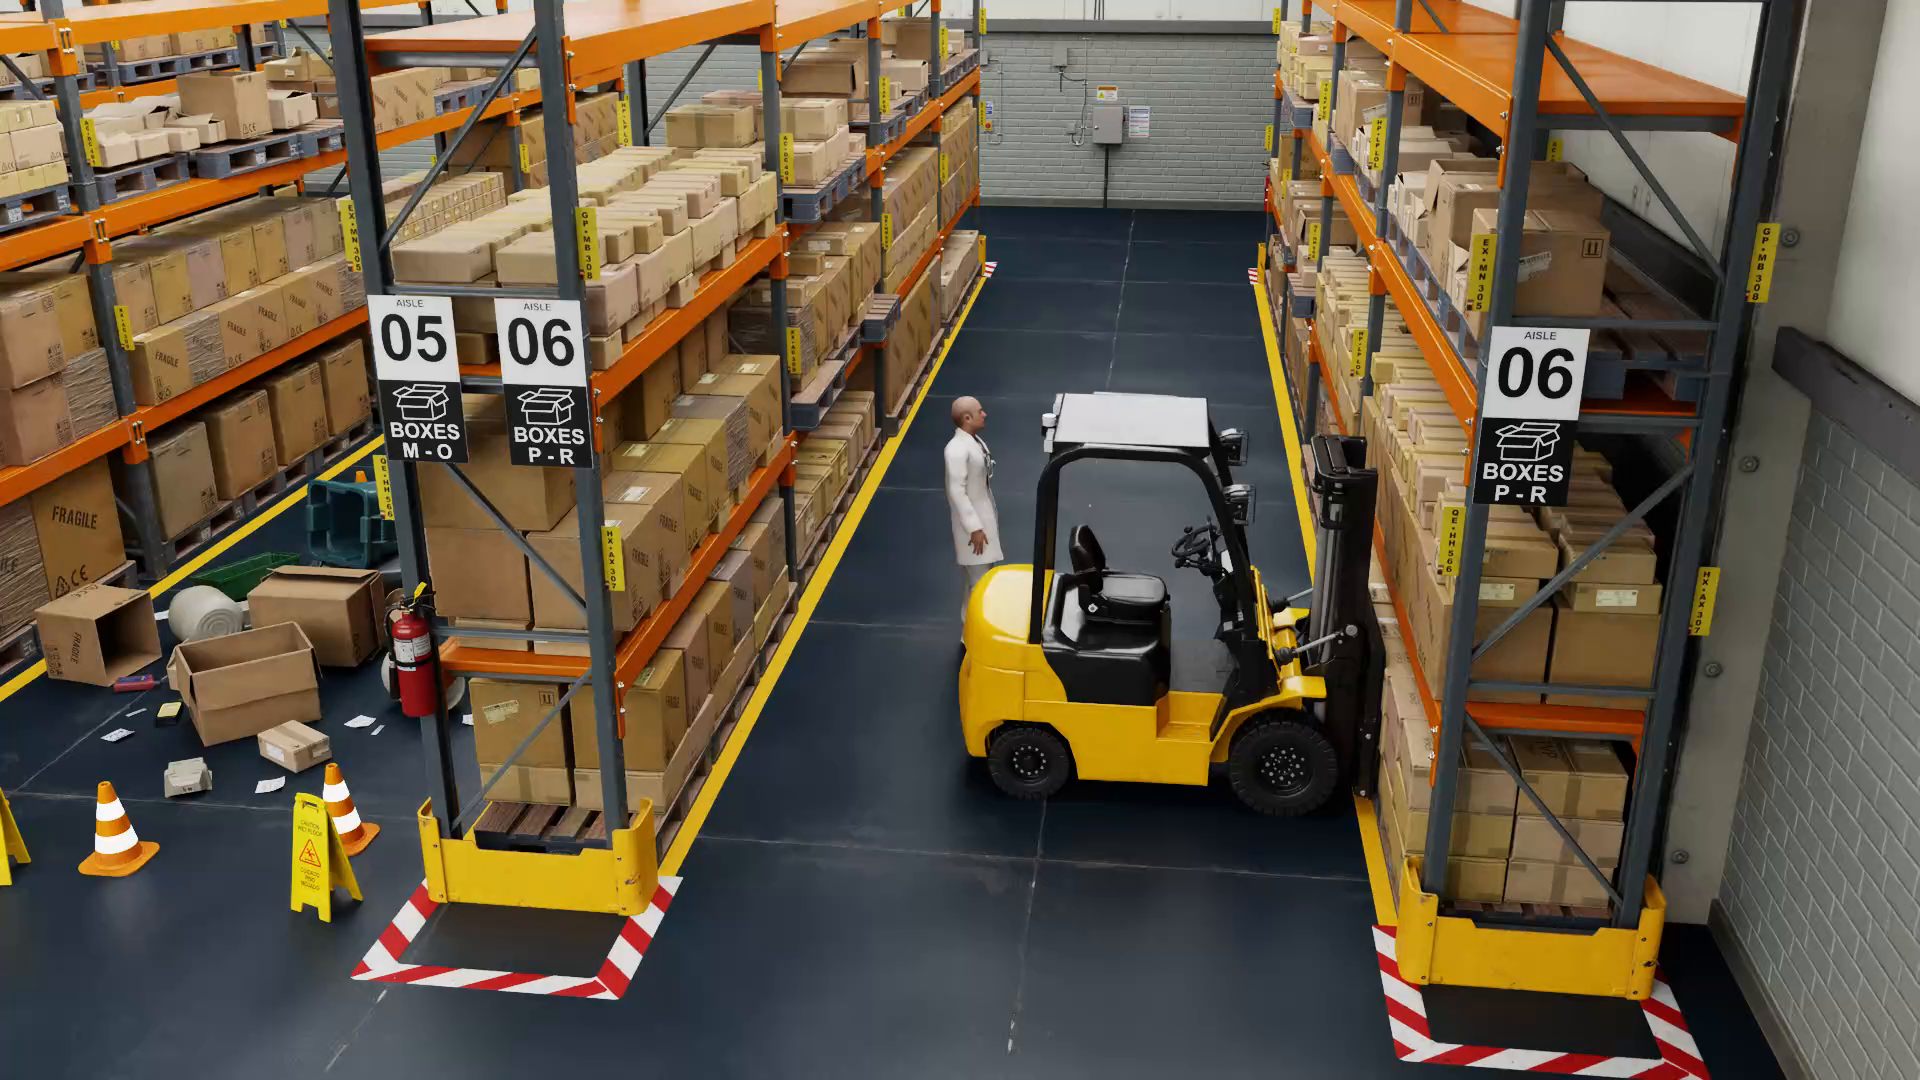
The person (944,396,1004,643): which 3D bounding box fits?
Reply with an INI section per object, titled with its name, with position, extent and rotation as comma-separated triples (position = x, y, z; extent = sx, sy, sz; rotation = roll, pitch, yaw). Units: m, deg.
[person]
position = 0.197, -0.103, 11.348
extent = 0.578, 1.778, 0.696
rotation = 2, 21, 6
